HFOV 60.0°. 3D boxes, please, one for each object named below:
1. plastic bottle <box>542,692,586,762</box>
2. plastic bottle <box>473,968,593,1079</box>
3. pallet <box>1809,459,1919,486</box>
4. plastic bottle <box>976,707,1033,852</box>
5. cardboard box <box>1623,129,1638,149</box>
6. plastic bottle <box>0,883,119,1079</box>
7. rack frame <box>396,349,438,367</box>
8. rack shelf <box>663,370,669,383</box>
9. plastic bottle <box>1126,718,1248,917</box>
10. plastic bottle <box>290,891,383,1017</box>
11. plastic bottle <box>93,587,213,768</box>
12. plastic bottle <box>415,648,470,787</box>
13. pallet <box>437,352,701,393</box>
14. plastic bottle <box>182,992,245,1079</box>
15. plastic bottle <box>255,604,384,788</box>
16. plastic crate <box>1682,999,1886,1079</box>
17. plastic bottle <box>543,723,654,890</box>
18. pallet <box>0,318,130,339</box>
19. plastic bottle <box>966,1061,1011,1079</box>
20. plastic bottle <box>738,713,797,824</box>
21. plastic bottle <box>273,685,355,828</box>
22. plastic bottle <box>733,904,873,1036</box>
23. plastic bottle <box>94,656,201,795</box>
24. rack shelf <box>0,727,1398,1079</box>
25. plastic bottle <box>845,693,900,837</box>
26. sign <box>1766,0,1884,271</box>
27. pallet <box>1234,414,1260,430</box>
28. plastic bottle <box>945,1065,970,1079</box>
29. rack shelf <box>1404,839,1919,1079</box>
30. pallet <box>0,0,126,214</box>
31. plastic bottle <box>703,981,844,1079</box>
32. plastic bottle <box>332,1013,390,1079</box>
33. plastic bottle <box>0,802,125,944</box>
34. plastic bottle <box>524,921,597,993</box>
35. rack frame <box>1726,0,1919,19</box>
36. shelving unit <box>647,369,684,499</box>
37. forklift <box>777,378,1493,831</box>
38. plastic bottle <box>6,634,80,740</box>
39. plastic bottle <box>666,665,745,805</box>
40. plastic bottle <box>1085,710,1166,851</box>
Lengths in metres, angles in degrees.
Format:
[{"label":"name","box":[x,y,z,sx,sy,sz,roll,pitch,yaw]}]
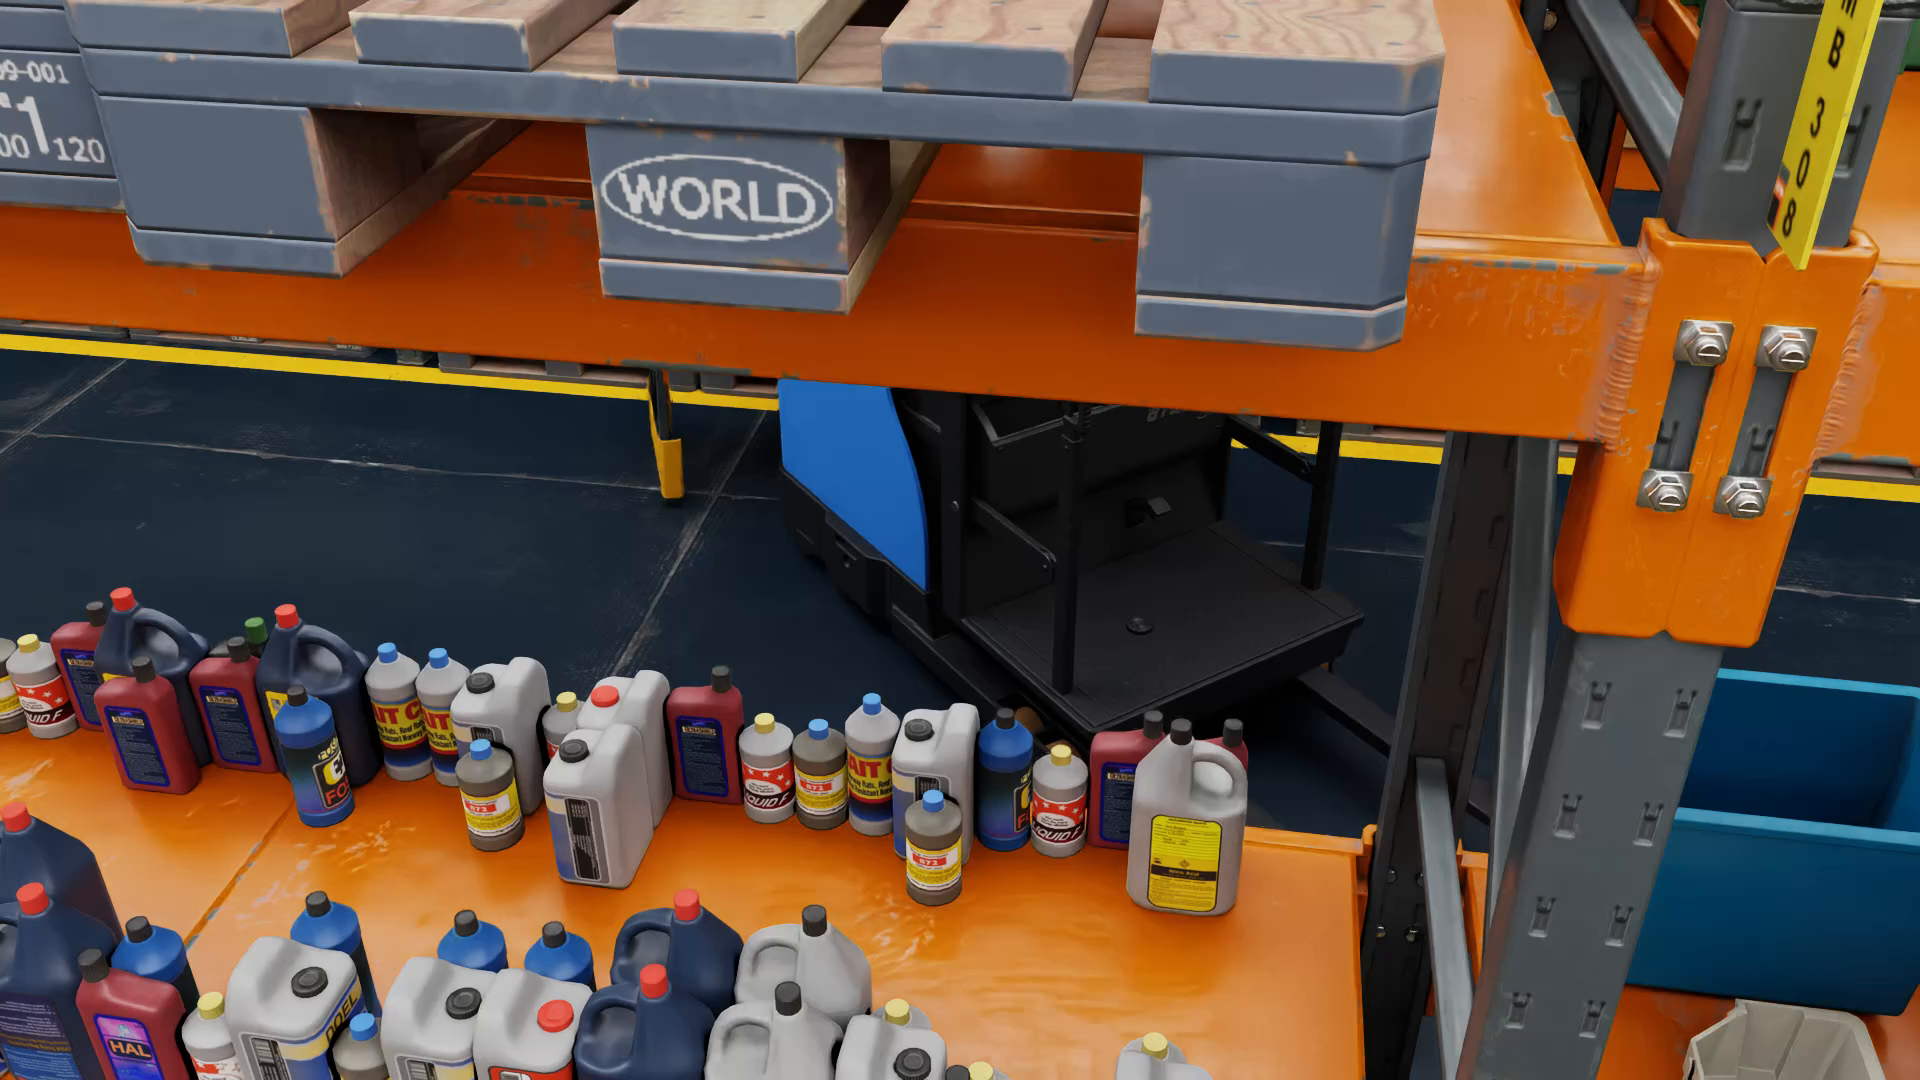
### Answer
[{"label":"plastic bottle","box":[-0.703,0.367,3.024,0.097,0.201,0.097,0,32,0]},{"label":"plastic bottle","box":[-0.589,0.739,2.359,0.135,0.276,0.152,5,32,8]},{"label":"pallet","box":[3.431,-0.608,7.023,1.213,0.211,1.003,5,32,8]},{"label":"plastic bottle","box":[0.077,0.408,2.892,0.097,0.271,0.097,0,32,0]},{"label":"cardboard box","box":[2.510,-1.770,6.157,0.500,0.500,0.500,6,32,9]},{"label":"plastic bottle","box":[-1.336,0.642,2.443,0.185,0.351,0.144,5,32,8]},{"label":"rack frame","box":[-2.395,-2.317,7.124,0.127,3.000,1.000,5,32,8]},{"label":"rack shelf","box":[-0.678,-0.843,6.481,1.000,0.185,0.538,-5,32,-13]},{"label":"plastic bottle","box":[0.379,0.447,2.755,0.185,0.351,0.144,5,32,8]},{"label":"plastic bottle","box":[-0.948,0.642,2.519,0.097,0.271,0.097,0,32,0]},{"label":"plastic bottle","box":[-1.485,0.245,3.077,0.185,0.351,0.144,5,32,8]},{"label":"plastic bottle","box":[-0.932,0.316,3.038,0.097,0.271,0.097,0,32,0]},{"label":"pallet","box":[-1.665,-1.048,7.726,1.213,0.211,1.003,5,32,8]},{"label":"plastic bottle","box":[-1.069,0.742,2.424,0.097,0.201,0.097,0,32,0]},{"label":"plastic bottle","box":[-1.171,0.274,3.032,0.185,0.351,0.144,5,32,8]},{"label":"plastic crate","box":[1.146,0.833,2.284,0.243,0.136,0.396,5,32,8]},{"label":"plastic bottle","box":[-0.619,0.439,2.838,0.135,0.276,0.152,5,32,8]},{"label":"pallet","box":[-4.399,-1.339,8.190,1.213,0.211,1.003,5,32,8]},{"label":"plastic bottle","box":[0.028,0.809,2.318,0.097,0.201,0.097,0,32,0]},{"label":"plastic bottle","box":[-0.343,0.399,2.972,0.097,0.201,0.097,0,32,0]},{"label":"plastic bottle","box":[-1.148,0.375,2.946,0.097,0.271,0.097,0,32,0]},{"label":"plastic bottle","box":[-0.226,0.665,2.407,0.185,0.351,0.144,5,32,8]},{"label":"plastic bottle","box":[-1.477,0.330,3.006,0.133,0.283,0.061,5,32,8]},{"label":"rack shelf","box":[-1.260,0.757,2.892,4.000,0.370,1.077,5,32,8]},{"label":"plastic bottle","box":[-0.151,0.387,2.926,0.097,0.271,0.097,0,32,0]},{"label":"sign","box":[0.617,-0.357,1.158,0.005,0.325,0.100,5,32,8]},{"label":"pallet","box":[0.740,-0.831,7.378,1.213,0.211,1.003,5,32,8]},{"label":"plastic bottle","box":[0.033,0.817,2.227,0.133,0.283,0.061,5,32,8]},{"label":"rack shelf","box":[2.683,1.114,2.321,4.000,0.370,1.077,5,32,8]},{"label":"pallet","box":[-1.196,-0.679,1.859,1.213,0.211,1.003,5,32,8]},{"label":"plastic bottle","box":[-0.250,0.741,2.286,0.185,0.351,0.144,5,32,8]},{"label":"plastic bottle","box":[-0.840,0.763,2.391,0.097,0.201,0.097,0,32,0]},{"label":"plastic bottle","box":[-1.443,0.551,2.590,0.185,0.351,0.144,5,32,8]},{"label":"plastic bottle","box":[-0.586,0.674,2.467,0.097,0.271,0.097,0,32,0]},{"label":"rack frame","box":[0.711,-1.912,0.824,0.127,3.000,1.000,5,32,8]},{"label":"shelving unit","box":[-0.662,-0.997,6.389,1.083,1.500,0.587,-5,32,-13]},{"label":"forklift","box":[0.564,-0.761,4.703,1.130,2.935,3.031,-19,37,-28]},{"label":"plastic bottle","box":[-1.751,0.272,3.176,0.097,0.201,0.097,0,32,0]},{"label":"plastic bottle","box":[-0.454,0.345,2.982,0.133,0.283,0.061,5,32,8]},{"label":"plastic bottle","box":[0.290,0.412,2.874,0.133,0.283,0.061,5,32,8]}]
